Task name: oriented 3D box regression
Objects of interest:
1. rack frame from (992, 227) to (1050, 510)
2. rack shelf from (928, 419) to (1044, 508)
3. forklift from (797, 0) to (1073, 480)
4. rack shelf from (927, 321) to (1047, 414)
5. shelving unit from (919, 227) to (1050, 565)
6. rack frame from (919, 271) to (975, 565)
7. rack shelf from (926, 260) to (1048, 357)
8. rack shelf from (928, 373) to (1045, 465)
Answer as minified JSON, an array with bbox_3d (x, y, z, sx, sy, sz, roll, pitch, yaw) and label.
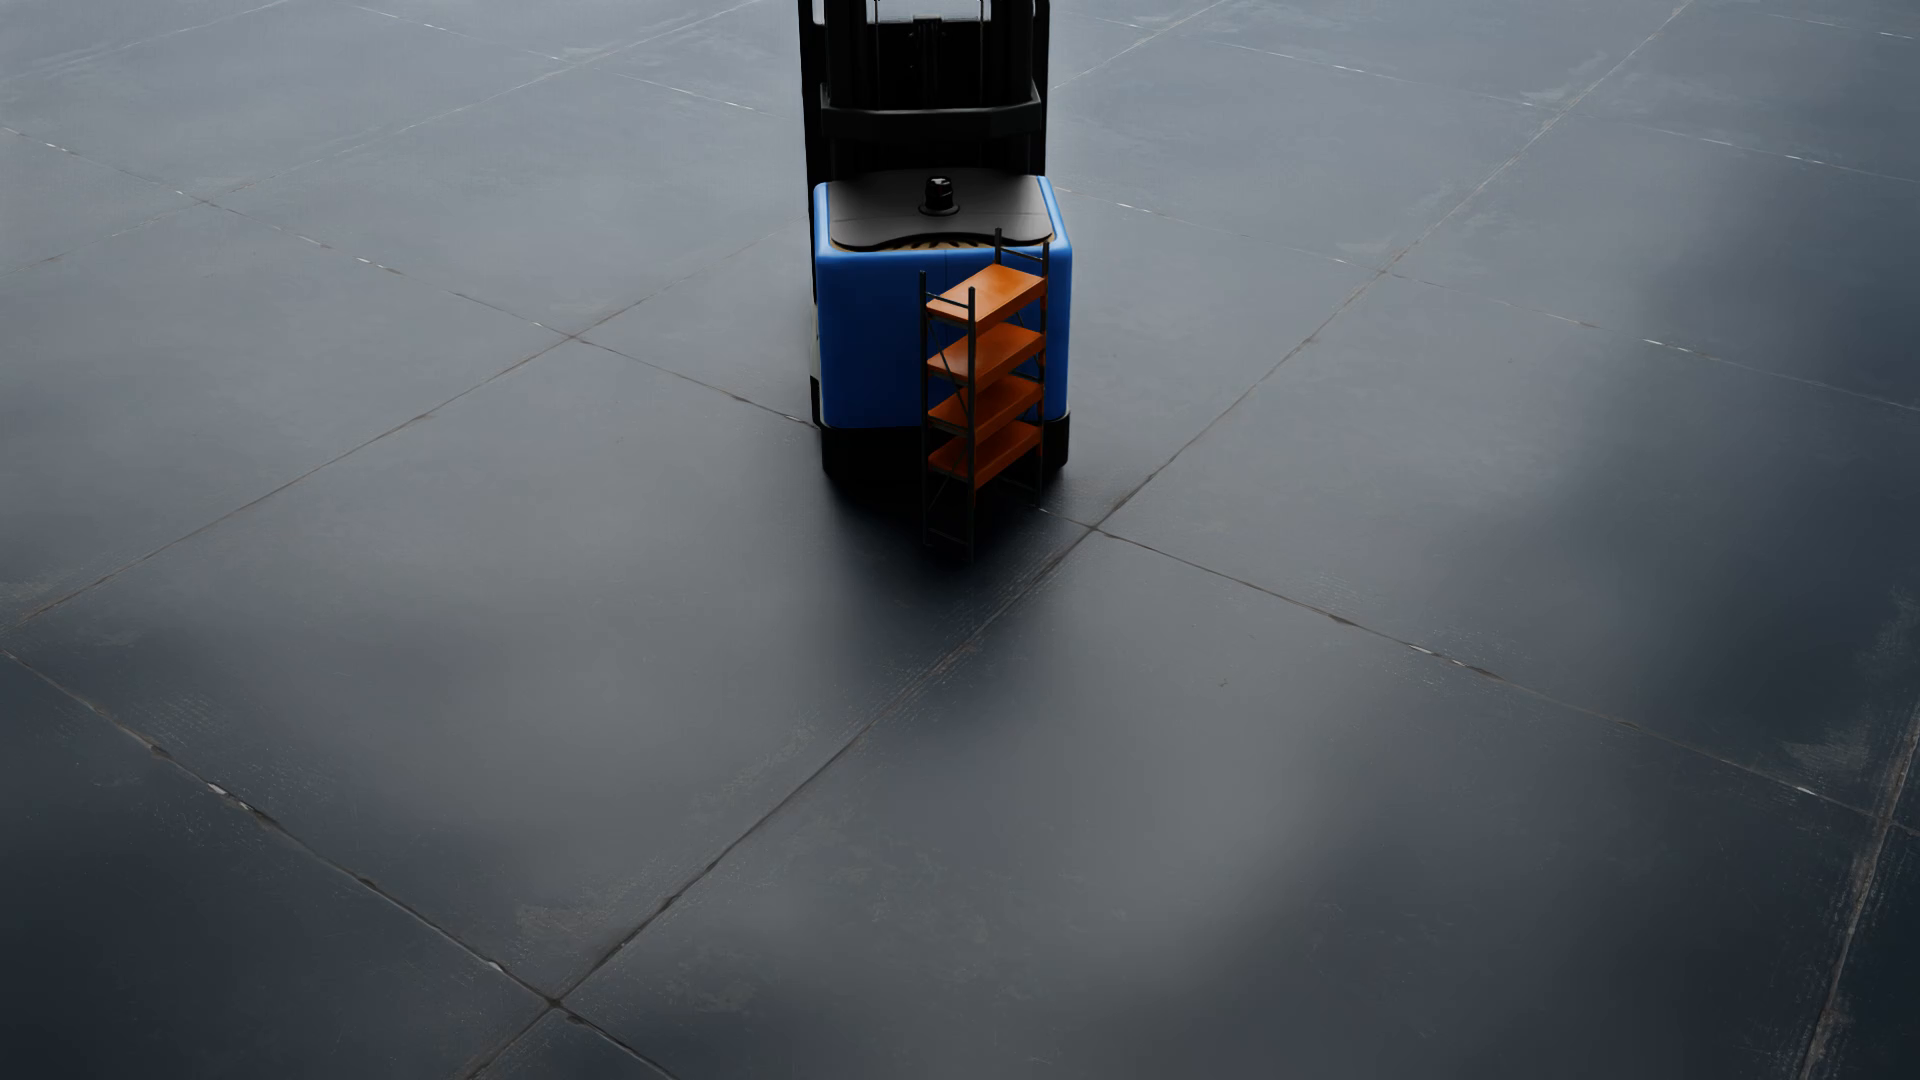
[{"bbox_3d":[0.237,-0.664,6.661,0.240,1.200,0.015,22,40,29],"label":"rack frame"},{"bbox_3d":[0.095,-0.333,6.646,0.258,0.148,0.480,22,40,29],"label":"rack shelf"},{"bbox_3d":[-0.177,-2.272,7.494,1.130,2.935,3.031,-3,34,-4],"label":"forklift"},{"bbox_3d":[0.095,-0.683,6.409,0.258,0.148,0.480,22,40,29],"label":"rack shelf"},{"bbox_3d":[0.095,-0.553,6.497,0.258,1.200,0.503,22,40,29],"label":"shelving unit"},{"bbox_3d":[-0.048,-0.442,6.333,0.240,1.200,0.015,22,40,29],"label":"rack frame"},{"bbox_3d":[0.095,-0.879,6.277,0.258,0.148,0.480,22,40,29],"label":"rack shelf"},{"bbox_3d":[0.095,-0.497,6.535,0.258,0.148,0.480,22,40,29],"label":"rack shelf"}]
